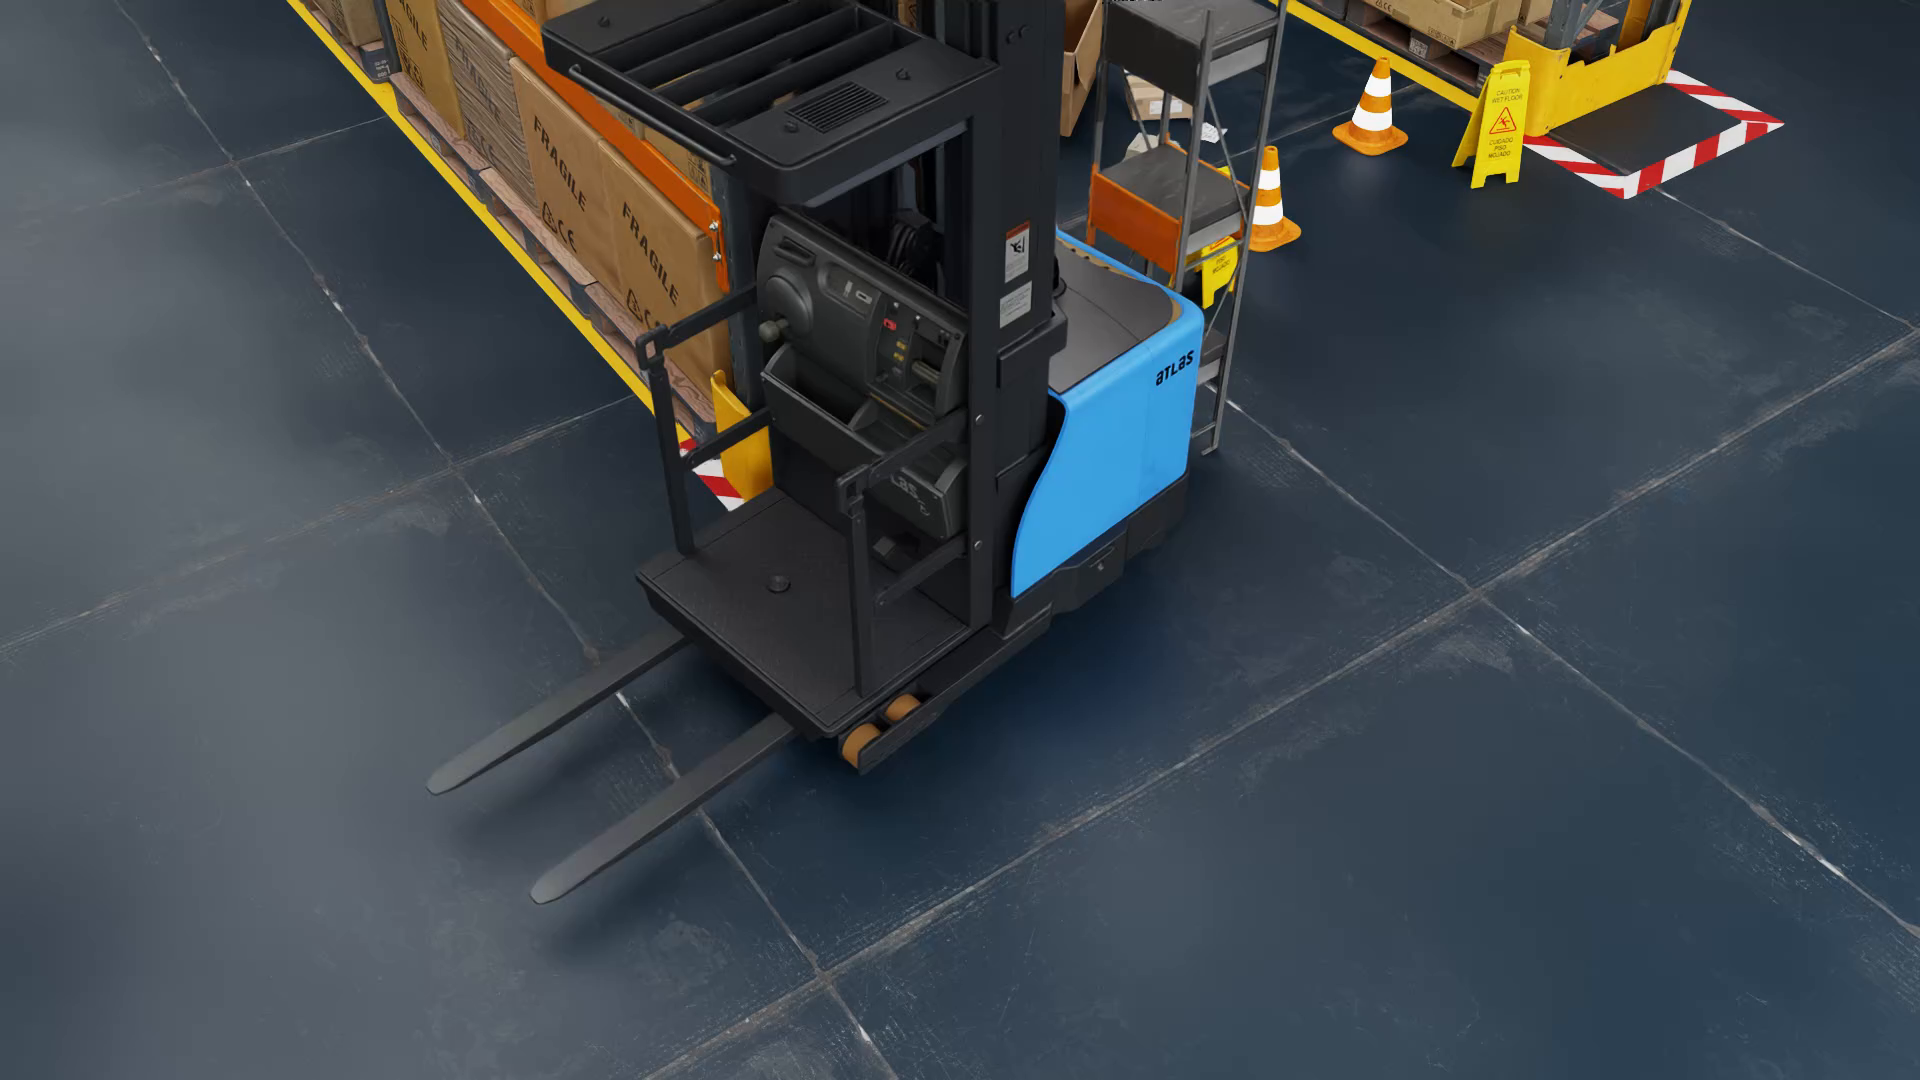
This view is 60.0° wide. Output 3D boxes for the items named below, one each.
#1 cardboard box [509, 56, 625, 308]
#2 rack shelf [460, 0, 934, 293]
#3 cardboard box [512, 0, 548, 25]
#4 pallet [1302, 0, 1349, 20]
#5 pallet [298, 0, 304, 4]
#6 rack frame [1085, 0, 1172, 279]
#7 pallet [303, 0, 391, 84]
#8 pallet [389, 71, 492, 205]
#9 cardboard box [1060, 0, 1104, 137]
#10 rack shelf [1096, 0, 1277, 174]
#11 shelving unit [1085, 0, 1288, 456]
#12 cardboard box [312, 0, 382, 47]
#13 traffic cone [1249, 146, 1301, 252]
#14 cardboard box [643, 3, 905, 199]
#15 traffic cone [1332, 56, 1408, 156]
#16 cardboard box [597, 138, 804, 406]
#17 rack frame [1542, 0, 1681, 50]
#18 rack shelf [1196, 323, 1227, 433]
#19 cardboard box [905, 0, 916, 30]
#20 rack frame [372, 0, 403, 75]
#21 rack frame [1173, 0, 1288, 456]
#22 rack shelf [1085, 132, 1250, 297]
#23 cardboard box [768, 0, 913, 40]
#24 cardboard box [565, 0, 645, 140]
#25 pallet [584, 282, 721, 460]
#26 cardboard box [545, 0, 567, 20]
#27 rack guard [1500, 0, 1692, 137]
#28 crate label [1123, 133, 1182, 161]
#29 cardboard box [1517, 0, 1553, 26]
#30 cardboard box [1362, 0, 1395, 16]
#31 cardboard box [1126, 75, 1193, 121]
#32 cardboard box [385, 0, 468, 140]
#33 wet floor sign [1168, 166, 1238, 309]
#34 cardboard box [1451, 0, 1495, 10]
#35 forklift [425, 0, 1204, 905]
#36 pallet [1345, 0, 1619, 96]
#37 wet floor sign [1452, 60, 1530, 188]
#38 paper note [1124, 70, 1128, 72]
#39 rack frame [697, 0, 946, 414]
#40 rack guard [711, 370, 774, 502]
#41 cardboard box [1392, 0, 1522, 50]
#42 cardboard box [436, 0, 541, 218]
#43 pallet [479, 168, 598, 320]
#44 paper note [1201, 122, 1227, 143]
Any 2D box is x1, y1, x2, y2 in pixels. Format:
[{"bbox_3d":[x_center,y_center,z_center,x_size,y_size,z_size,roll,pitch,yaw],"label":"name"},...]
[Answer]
[{"bbox_3d":[-1.415,-1.773,7.669,0.875,0.875,0.875,-26,50,-25],"label":"cardboard box"},{"bbox_3d":[-1.611,-2.407,7.620,1.077,0.370,4.000,-26,49,-24],"label":"rack shelf"},{"bbox_3d":[-1.604,-2.734,7.333,0.875,0.550,0.500,-26,49,-24],"label":"cardboard box"},{"bbox_3d":[2.362,-3.746,10.521,1.003,0.211,1.213,-26,49,-24],"label":"pallet"},{"bbox_3d":[-3.961,-3.890,10.672,1.003,0.211,1.213,-26,49,-24],"label":"pallet"},{"bbox_3d":[0.657,-1.346,6.632,0.400,2.100,0.015,-29,51,-28],"label":"rack frame"},{"bbox_3d":[-3.259,-3.198,9.947,1.003,0.211,1.213,-26,49,-24],"label":"pallet"},{"bbox_3d":[-2.385,-2.329,9.037,1.003,0.211,1.213,-26,49,-24],"label":"pallet"},{"bbox_3d":[0.454,-2.638,9.149,0.637,0.503,0.797,11,45,11],"label":"cardboard box"},{"bbox_3d":[0.824,-1.719,6.029,0.431,0.518,0.480,-29,51,-28],"label":"rack shelf"},{"bbox_3d":[0.813,-1.216,6.496,0.431,2.100,0.503,-29,51,-28],"label":"shelving unit"},{"bbox_3d":[-3.185,-3.454,9.521,1.050,0.750,0.750,-26,49,-25],"label":"cardboard box"},{"bbox_3d":[1.515,-1.732,8.229,0.336,0.463,0.334,-26,49,-24],"label":"traffic cone"},{"bbox_3d":[-0.717,-1.781,6.334,0.875,0.550,0.550,-26,49,-24],"label":"cardboard box"},{"bbox_3d":[2.231,-2.363,8.890,0.336,0.463,0.334,-26,49,-24],"label":"traffic cone"},{"bbox_3d":[-0.909,-1.275,7.148,0.875,0.875,0.875,-25,49,-24],"label":"cardboard box"},{"bbox_3d":[3.535,-3.547,8.293,1.000,3.000,0.127,-26,49,-24],"label":"rack frame"},{"bbox_3d":[0.801,-0.693,6.982,0.431,0.518,0.480,-29,51,-28],"label":"rack shelf"},{"bbox_3d":[-0.088,-3.214,9.654,0.797,0.637,0.503,-26,49,-24],"label":"cardboard box"},{"bbox_3d":[-2.756,-3.800,8.558,1.000,3.000,0.127,-26,49,-24],"label":"rack frame"},{"bbox_3d":[0.968,-1.086,6.360,0.400,2.100,0.015,-29,51,-28],"label":"rack frame"},{"bbox_3d":[0.813,-1.206,6.506,0.431,0.518,0.480,-29,51,-28],"label":"rack shelf"},{"bbox_3d":[-0.648,-2.204,5.996,0.875,0.550,0.550,-26,49,-24],"label":"cardboard box"},{"bbox_3d":[-1.049,-2.083,6.652,0.875,0.550,0.550,-26,49,-24],"label":"cardboard box"},{"bbox_3d":[-0.989,-0.947,7.590,1.003,0.211,1.213,-26,49,-24],"label":"pallet"},{"bbox_3d":[-1.267,-2.450,7.036,0.875,0.550,0.550,-26,49,-24],"label":"cardboard box"},{"bbox_3d":[3.491,-2.686,9.201,1.175,0.500,0.348,-26,49,-24],"label":"rack guard"},{"bbox_3d":[1.014,-2.035,8.782,0.298,0.136,0.250,18,47,18],"label":"crate label"},{"bbox_3d":[3.300,-3.270,9.690,0.500,0.250,0.500,-26,49,-25],"label":"cardboard box"},{"bbox_3d":[2.562,-3.352,9.776,0.500,0.250,0.500,-26,49,-24],"label":"cardboard box"},{"bbox_3d":[1.129,-2.460,9.219,0.380,0.149,0.250,-3,44,-4],"label":"cardboard box"},{"bbox_3d":[-2.453,-2.799,8.744,0.875,0.875,0.875,-25,49,-24],"label":"cardboard box"},{"bbox_3d":[1.173,-1.448,7.800,0.267,0.644,0.232,-35,53,-31],"label":"wet floor sign"},{"bbox_3d":[2.863,-3.326,9.206,0.500,0.500,0.500,-25,49,-24],"label":"cardboard box"},{"bbox_3d":[-0.485,-0.651,5.310,3.031,2.935,1.130,-34,53,-31],"label":"forklift"},{"bbox_3d":[3.056,-3.055,9.798,1.003,0.211,1.213,-26,49,-24],"label":"pallet"},{"bbox_3d":[2.766,-2.165,8.550,0.267,0.644,0.232,-10,45,-11],"label":"wet floor sign"},{"bbox_3d":[0.999,-2.758,9.625,0.148,0.019,0.142,-10,45,-11],"label":"paper note"},{"bbox_3d":[-0.467,-1.534,6.185,1.000,3.000,0.127,-26,49,-24],"label":"rack frame"},{"bbox_3d":[-0.454,-0.616,7.034,1.175,0.500,0.348,-26,49,-24],"label":"rack guard"},{"bbox_3d":[2.838,-3.069,9.480,0.500,0.250,0.500,-26,49,-25],"label":"cardboard box"},{"bbox_3d":[-1.934,-2.290,8.211,0.875,0.875,0.875,-25,49,-24],"label":"cardboard box"},{"bbox_3d":[-1.683,-1.638,8.313,1.003,0.211,1.213,-26,49,-24],"label":"pallet"},{"bbox_3d":[1.361,-2.222,9.055,0.142,0.019,0.148,26,49,25],"label":"paper note"}]
